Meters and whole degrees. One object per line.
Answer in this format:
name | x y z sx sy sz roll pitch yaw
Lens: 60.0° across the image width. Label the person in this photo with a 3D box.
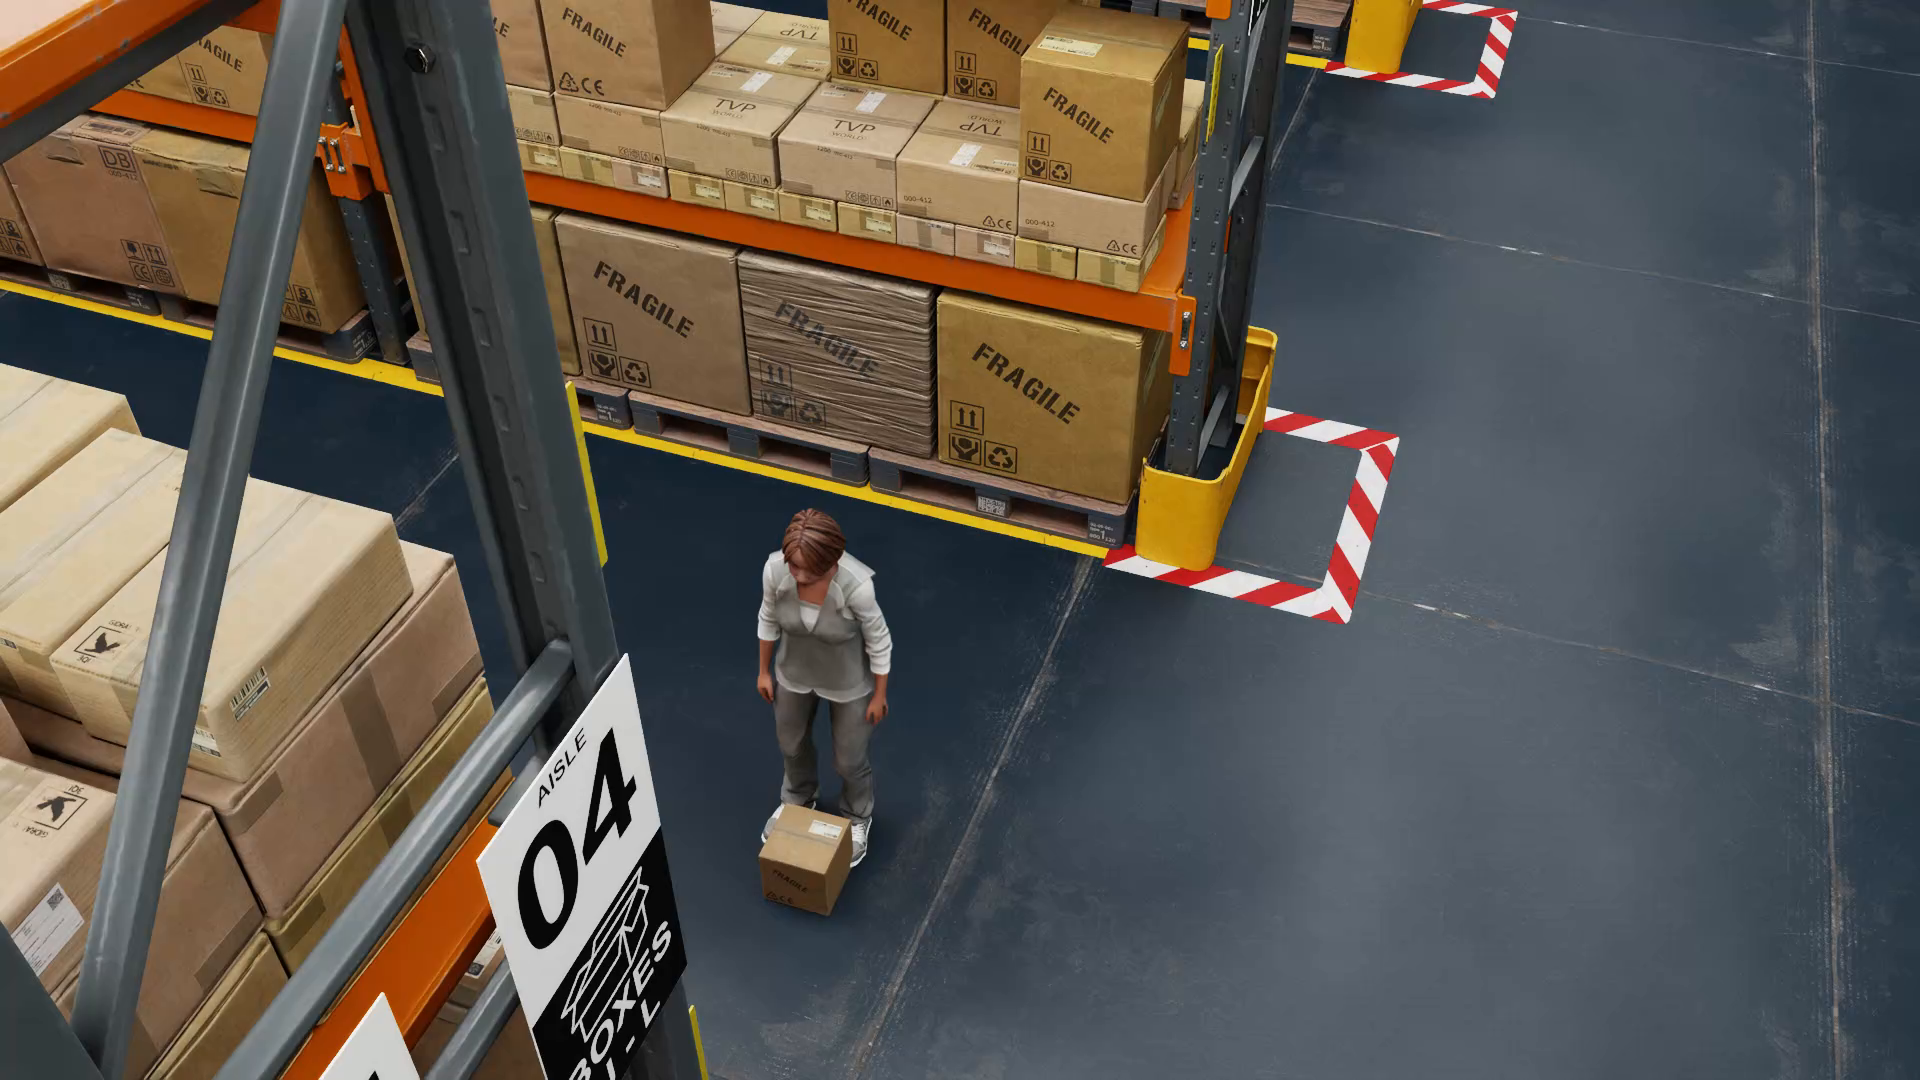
person | -0.465 0.575 5.710 0.485 1.352 0.323 12 43 12
